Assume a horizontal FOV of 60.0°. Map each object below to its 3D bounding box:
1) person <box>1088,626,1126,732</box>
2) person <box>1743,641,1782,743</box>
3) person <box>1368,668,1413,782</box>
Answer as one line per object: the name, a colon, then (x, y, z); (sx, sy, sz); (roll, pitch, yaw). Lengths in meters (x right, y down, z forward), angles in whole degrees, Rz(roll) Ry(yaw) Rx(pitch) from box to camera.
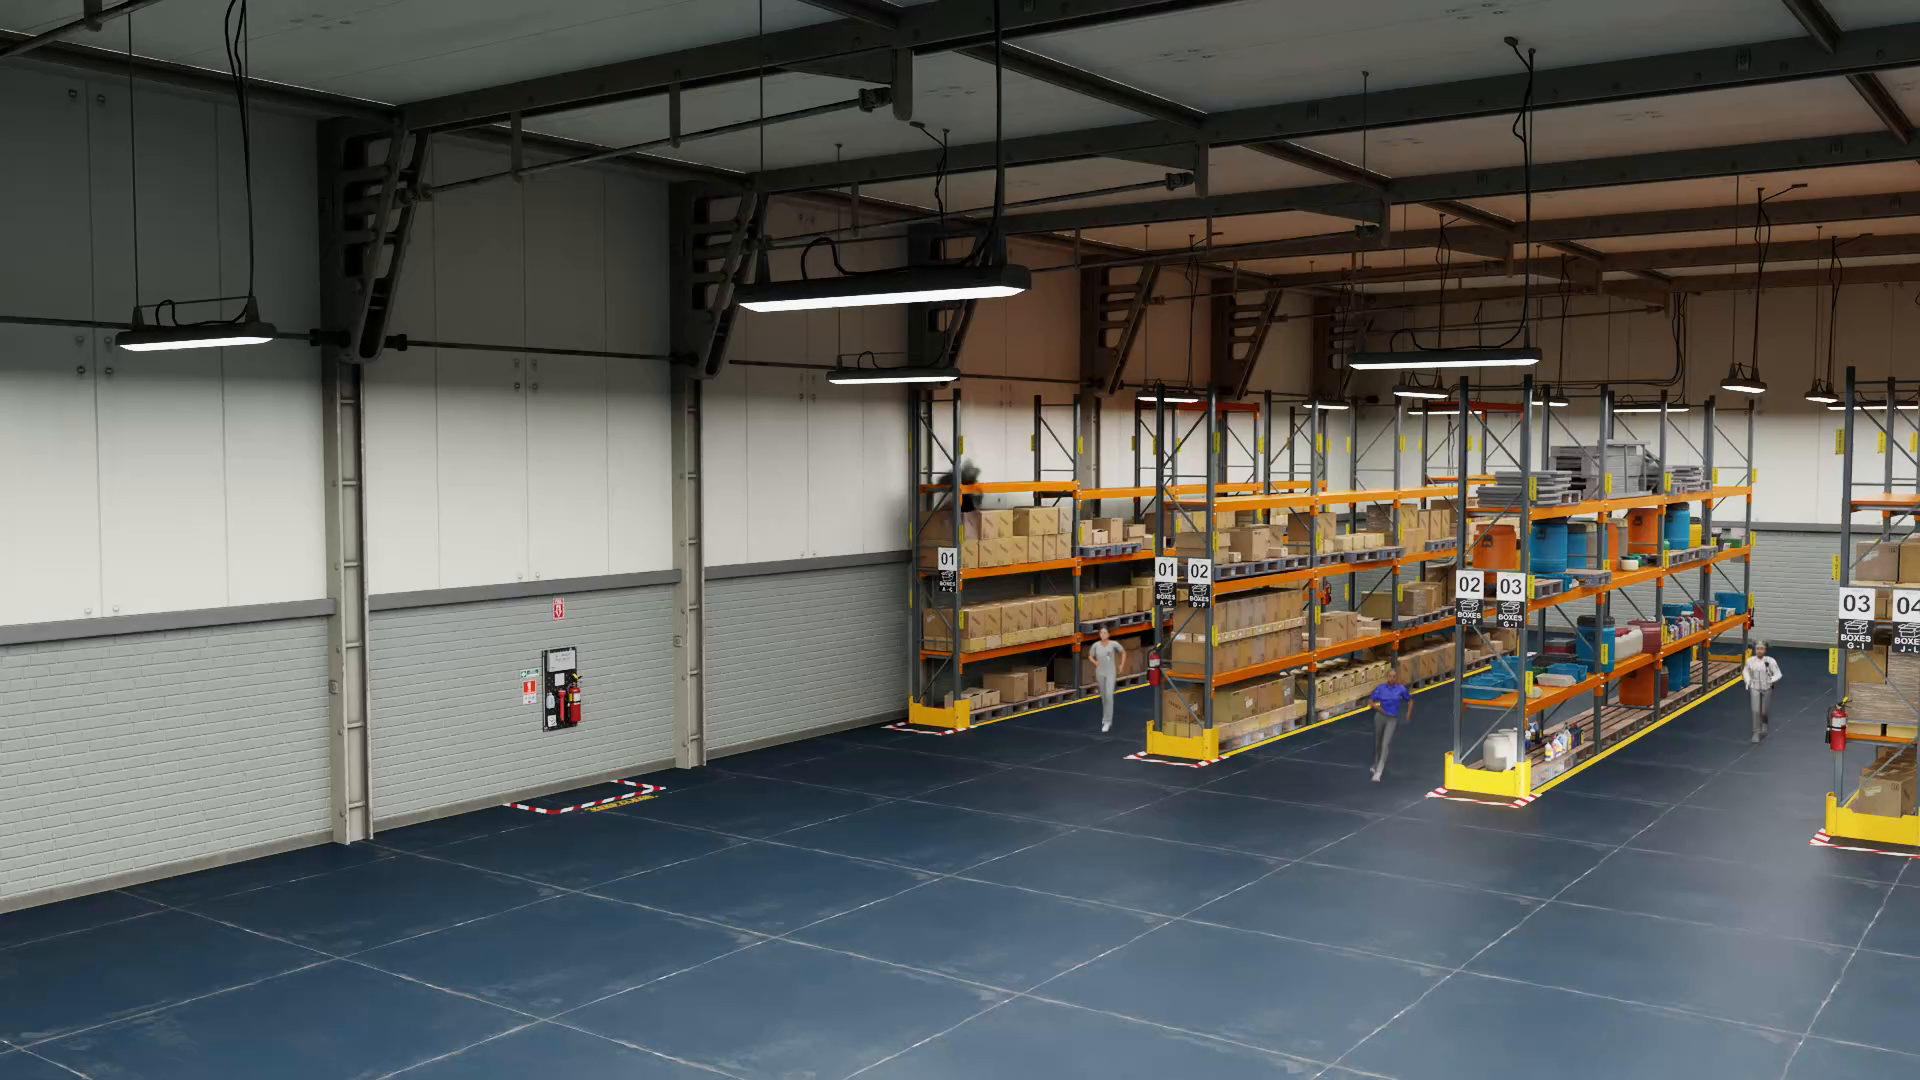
person: (2.444, 2.286, 27.801); (0.607, 1.720, 0.824); (1, 4, 22)
person: (13.591, 2.530, 28.177); (0.608, 1.692, 0.721); (2, 4, 32)
person: (6.431, 2.763, 24.945); (0.640, 1.690, 0.737); (2, 4, 25)
